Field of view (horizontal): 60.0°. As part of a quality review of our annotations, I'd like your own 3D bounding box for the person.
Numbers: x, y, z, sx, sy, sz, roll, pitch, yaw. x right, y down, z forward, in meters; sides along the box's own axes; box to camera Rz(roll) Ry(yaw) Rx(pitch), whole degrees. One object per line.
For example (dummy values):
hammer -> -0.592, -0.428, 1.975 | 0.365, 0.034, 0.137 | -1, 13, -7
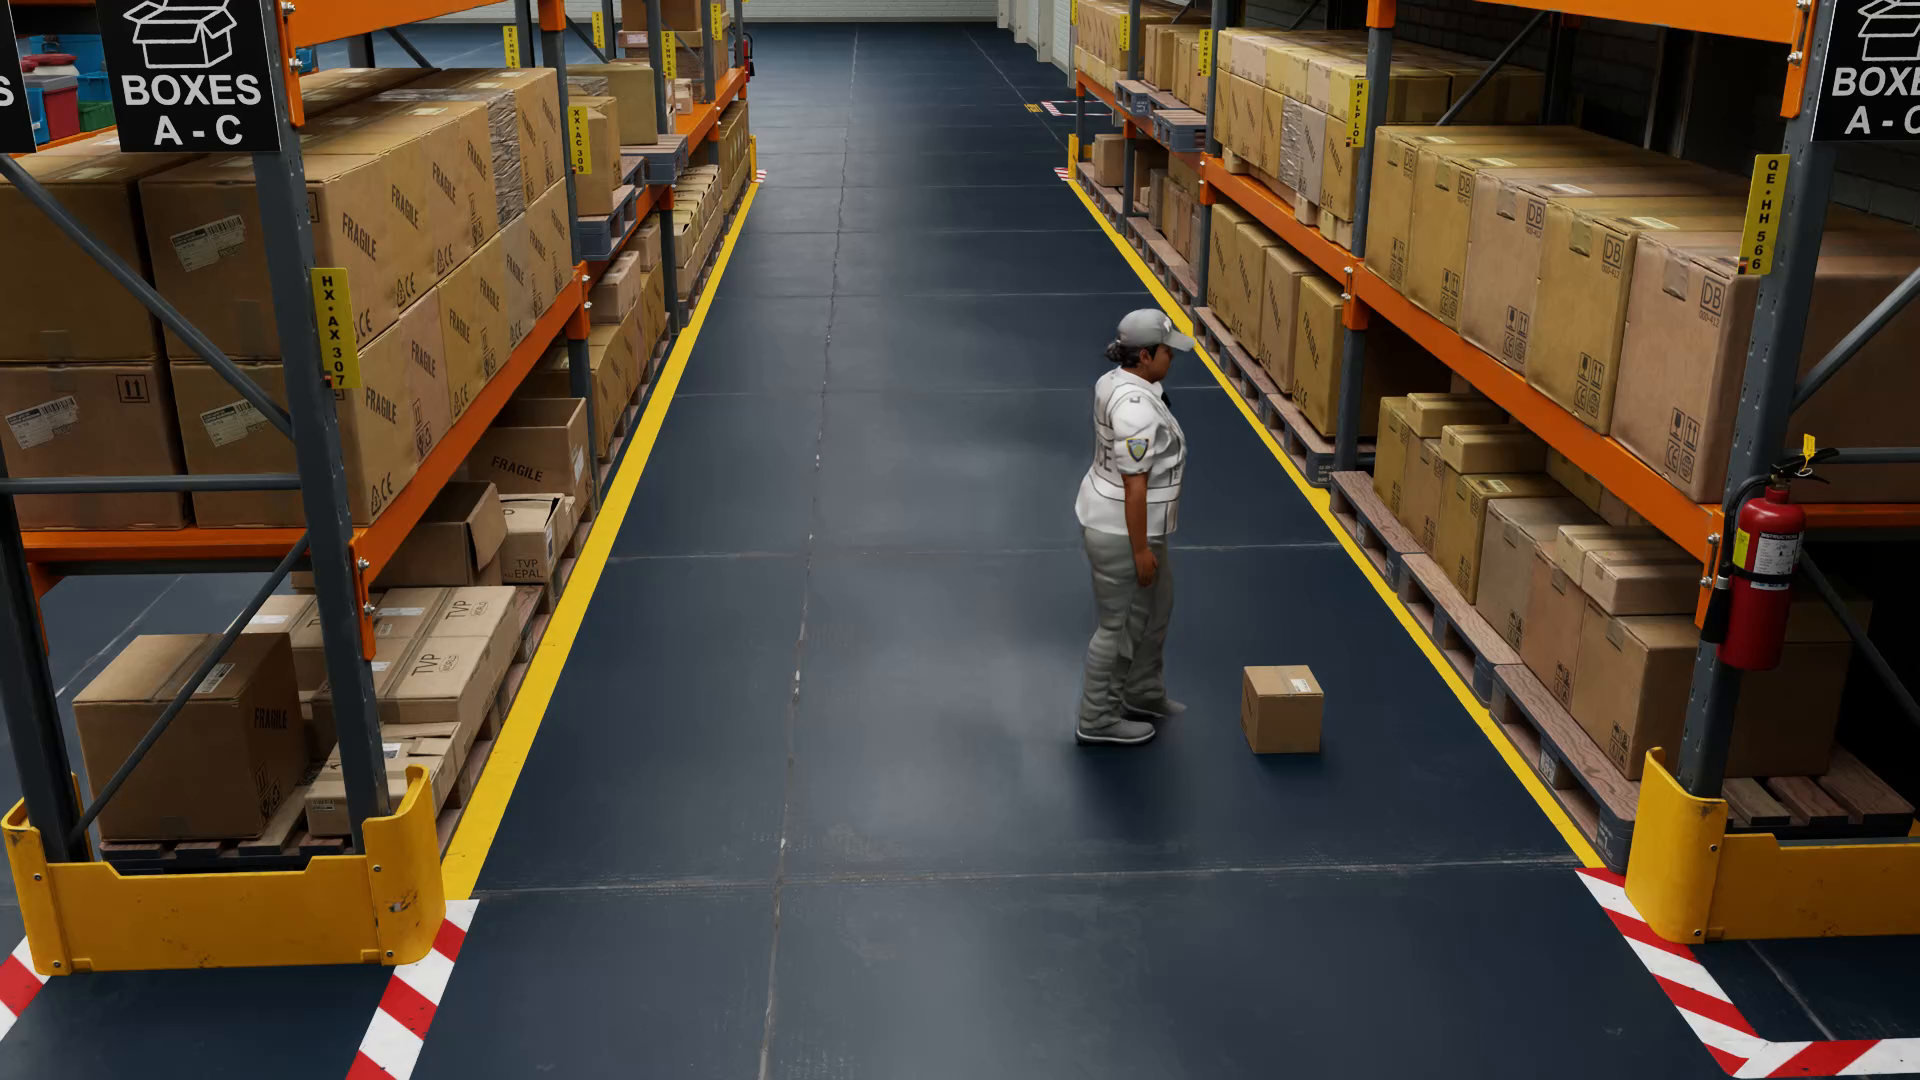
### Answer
person -> 0.676, -0.020, 6.164 | 0.492, 1.706, 0.494 | -1, 21, -2
